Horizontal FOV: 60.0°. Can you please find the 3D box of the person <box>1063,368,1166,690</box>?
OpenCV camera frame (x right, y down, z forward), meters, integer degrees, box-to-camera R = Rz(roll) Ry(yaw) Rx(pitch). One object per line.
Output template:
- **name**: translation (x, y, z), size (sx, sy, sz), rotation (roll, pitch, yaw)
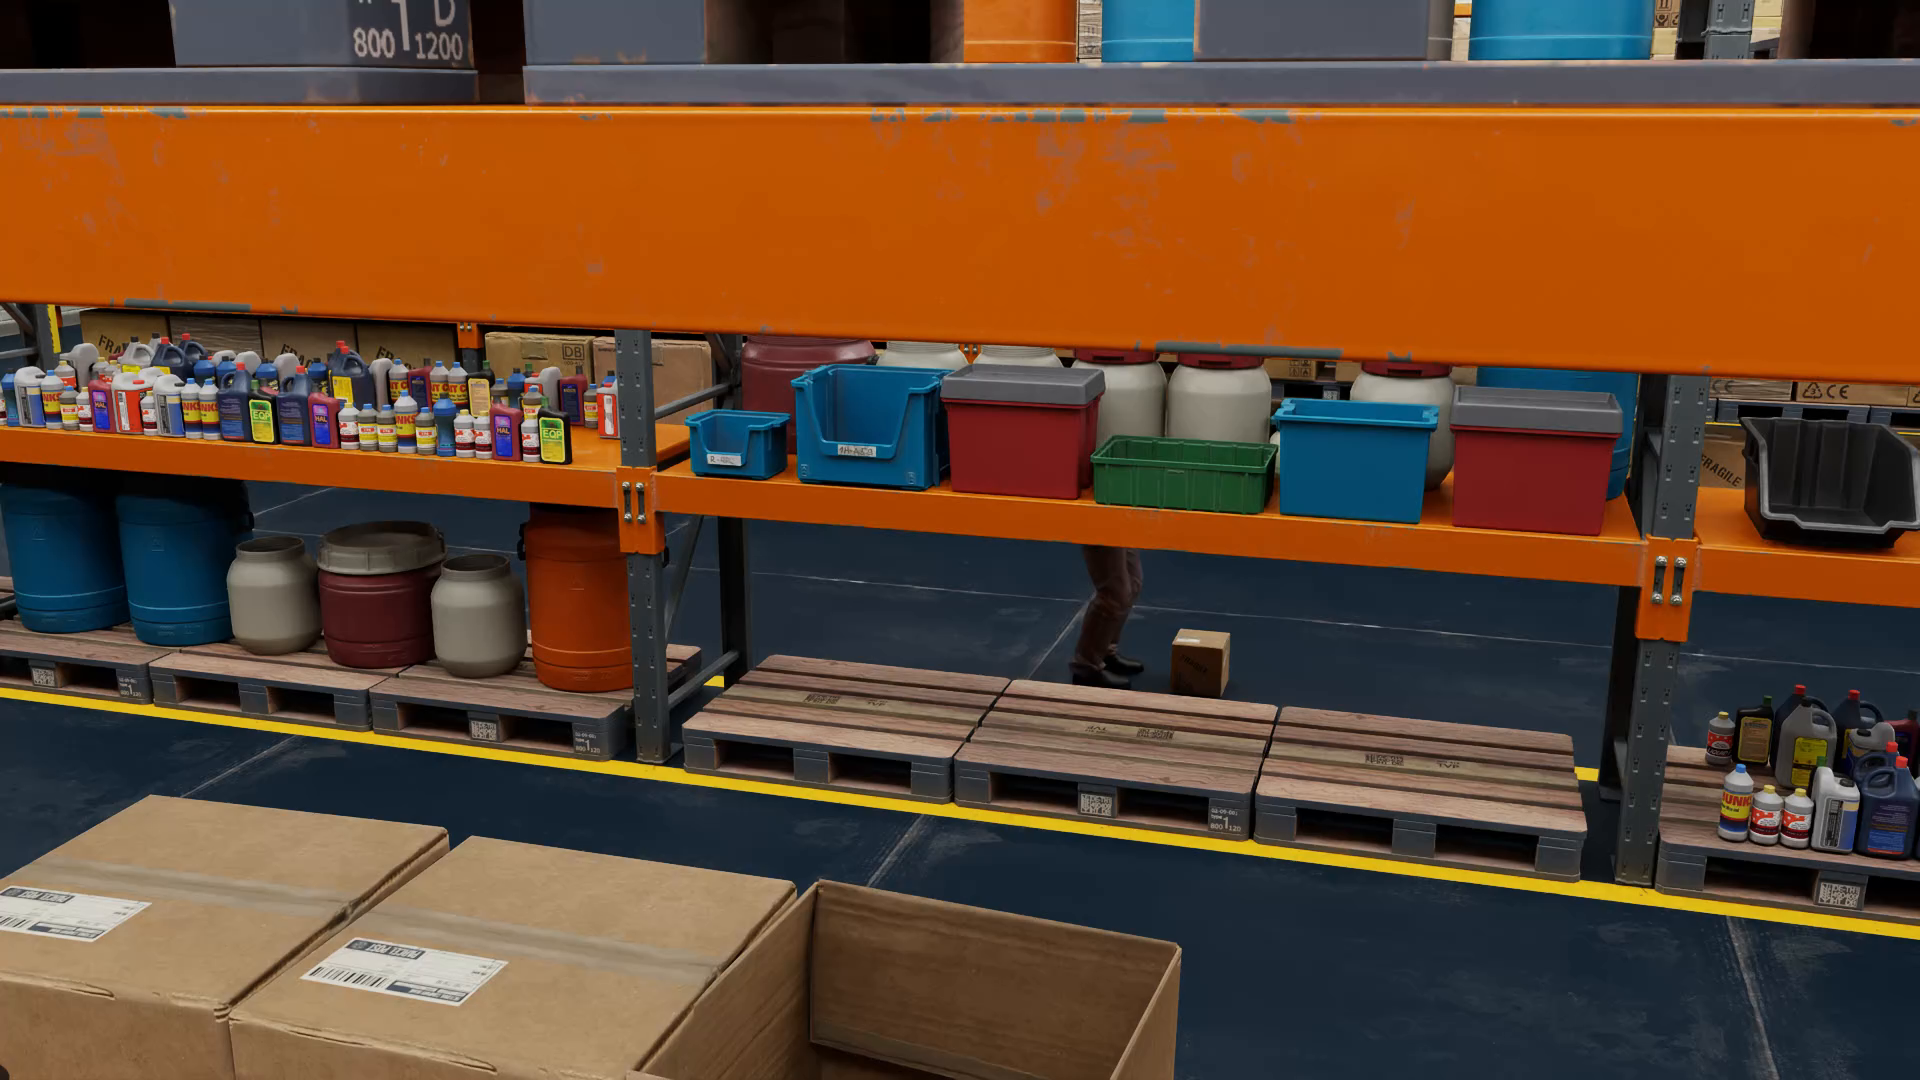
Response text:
- **person**: translation (0.732, -0.096, 8.146), size (0.508, 1.617, 0.574), rotation (5, 16, 17)
